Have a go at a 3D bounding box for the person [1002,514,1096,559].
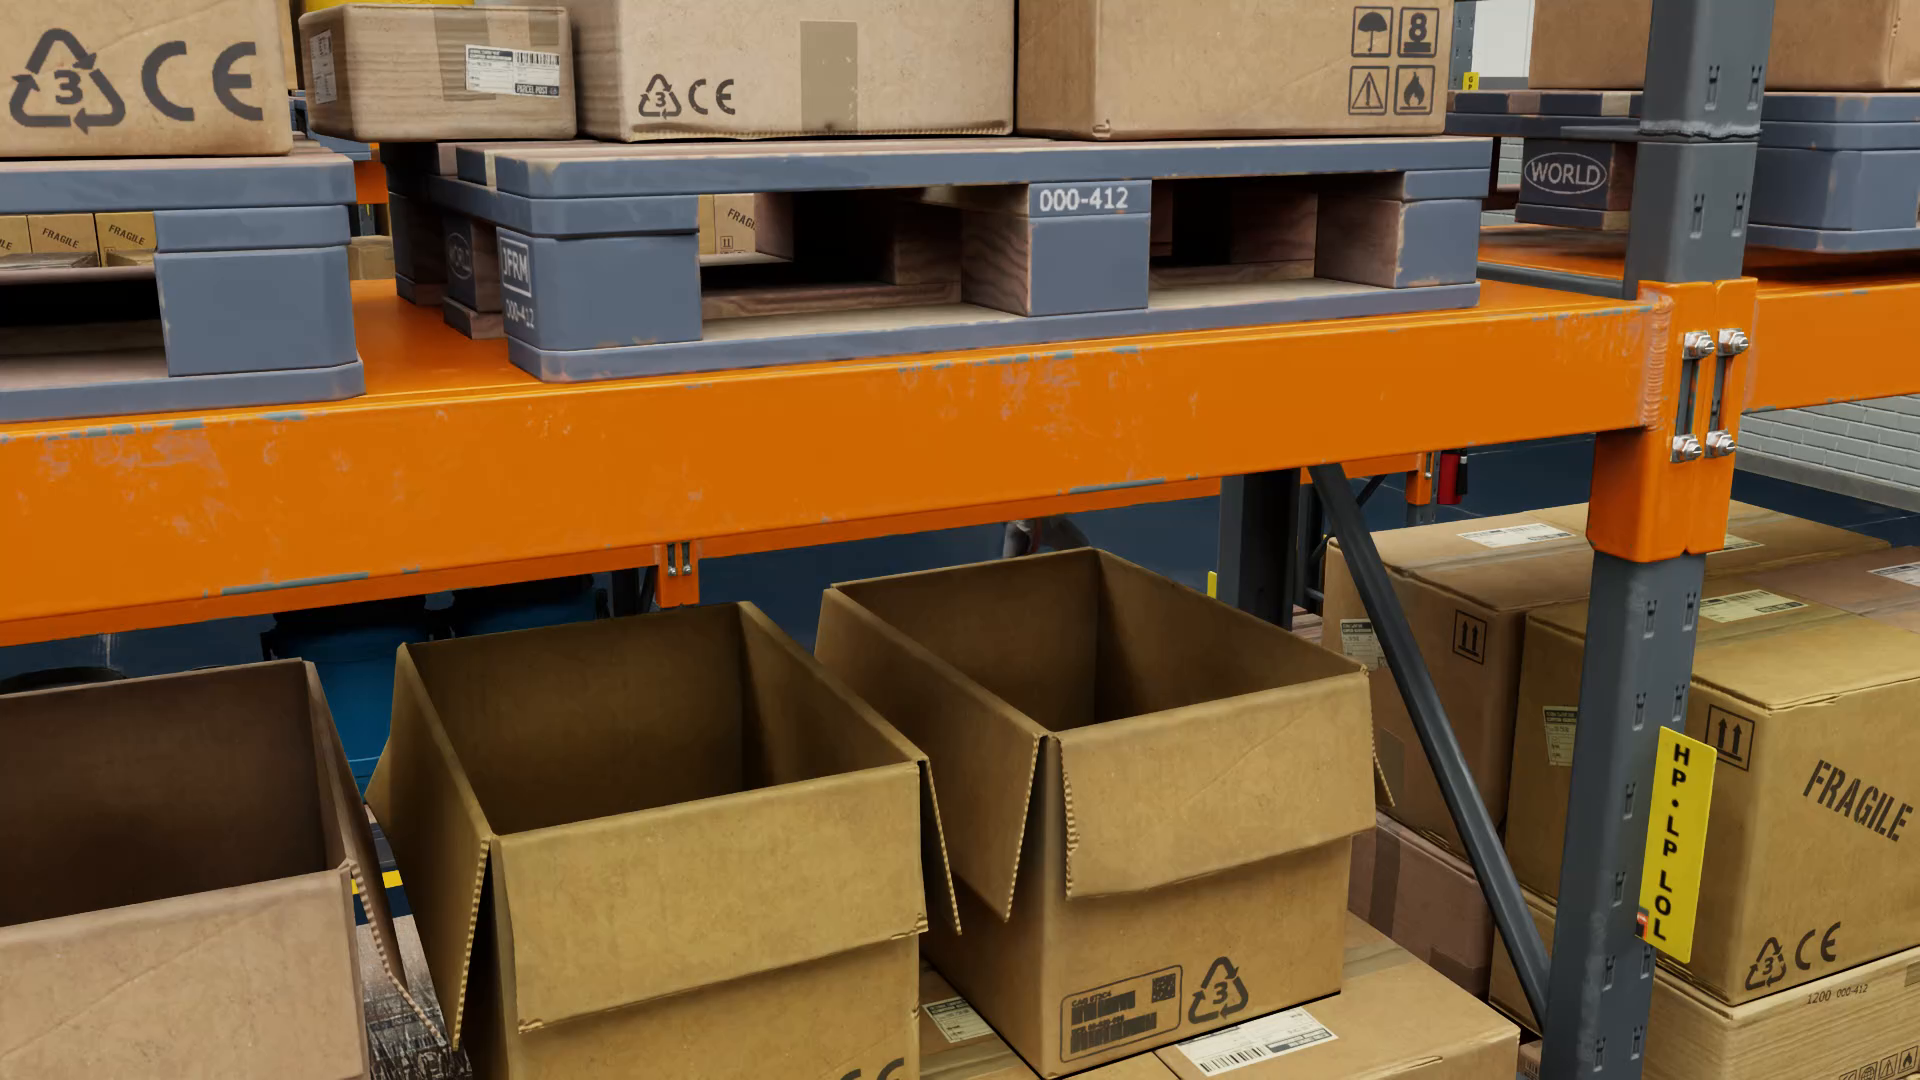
[{"bbox_3d":[0.357,-0.112,8.849,0.704,1.529,0.540,-8,18,-28],"label":"person"}]
